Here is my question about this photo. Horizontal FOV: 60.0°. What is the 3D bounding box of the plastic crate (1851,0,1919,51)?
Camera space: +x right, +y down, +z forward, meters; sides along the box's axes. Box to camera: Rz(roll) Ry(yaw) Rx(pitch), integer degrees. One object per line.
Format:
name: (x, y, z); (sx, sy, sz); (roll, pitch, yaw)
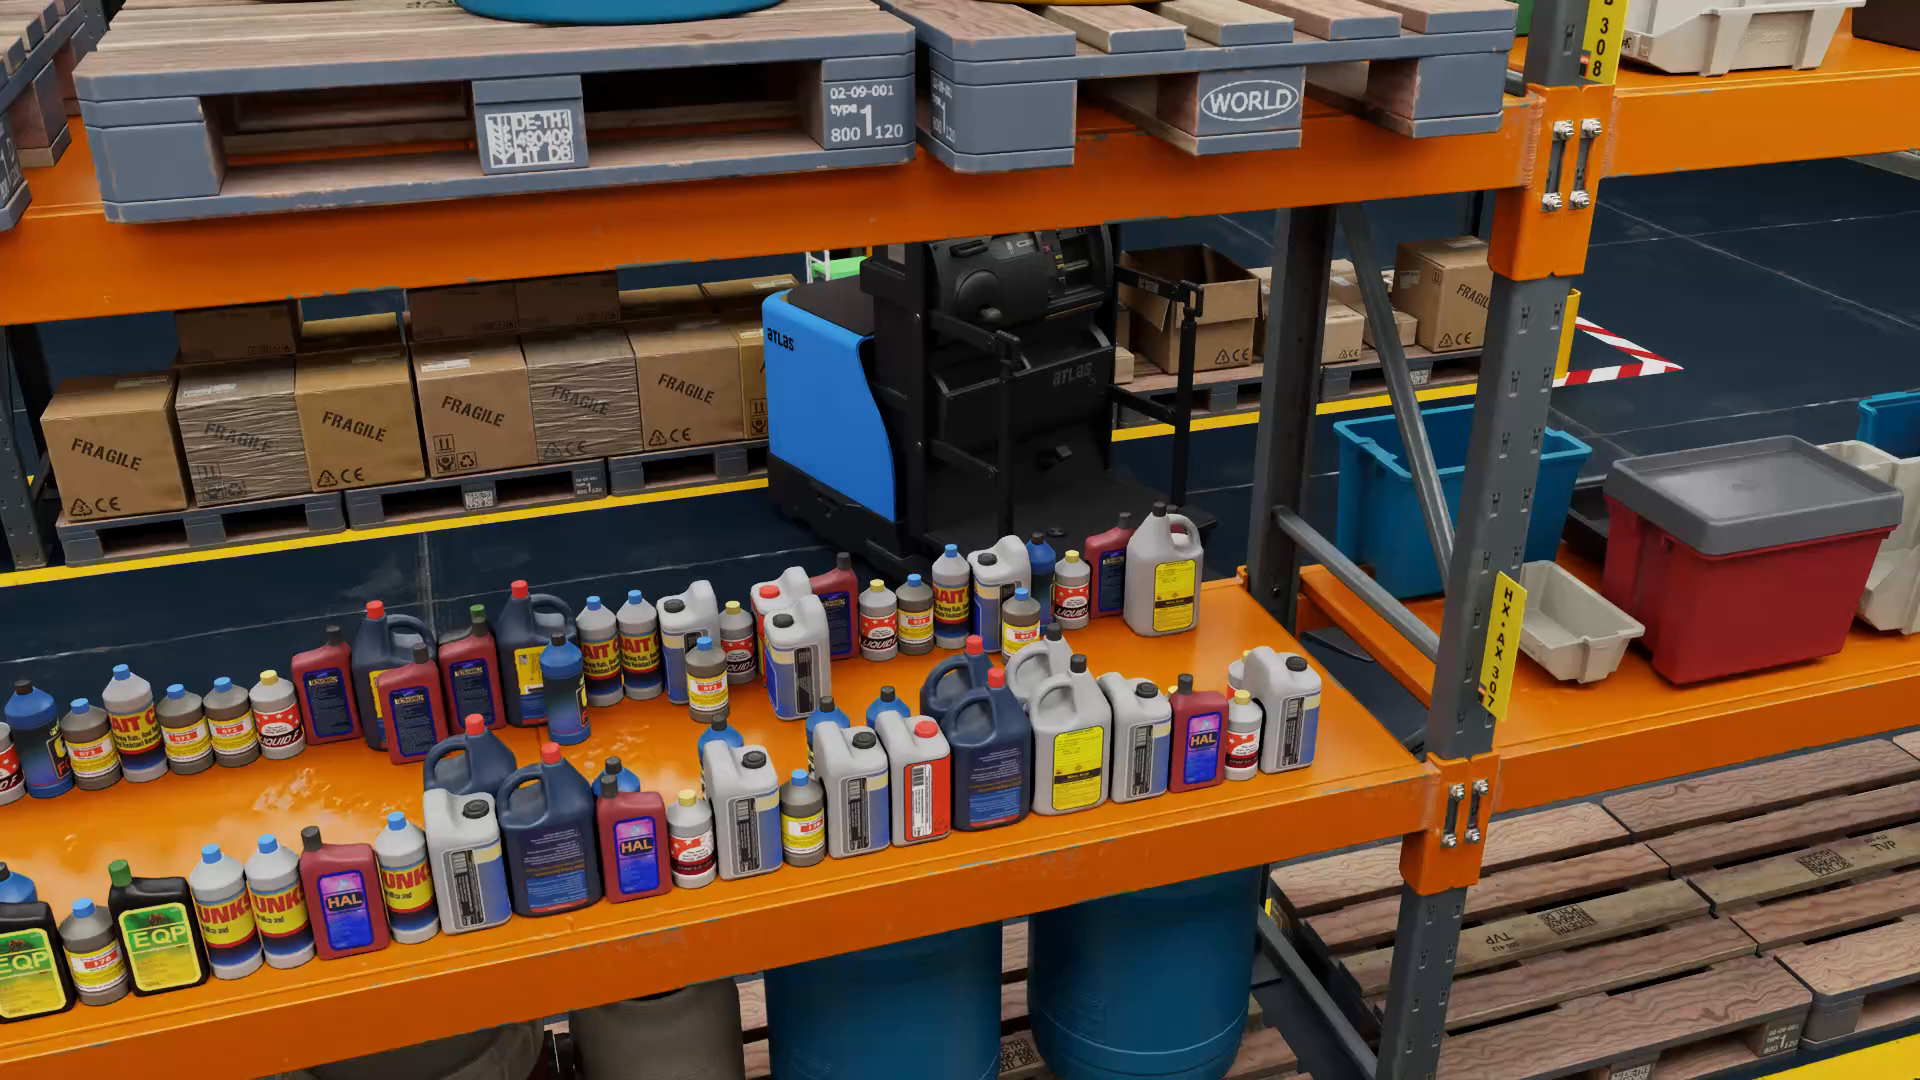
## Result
plastic crate: (2.269, -1.217, 3.601); (0.590, 0.269, 0.497); (-8, 28, -16)

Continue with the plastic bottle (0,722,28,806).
plastic bottle: (-2.121, 0.474, 3.646); (0.097, 0.201, 0.097); (0, 26, 0)

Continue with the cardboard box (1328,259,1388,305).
cardboard box: (2.195, -1.464, 9.923); (0.500, 0.250, 0.500); (-8, 28, -16)

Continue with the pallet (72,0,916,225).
pallet: (-0.790, -0.829, 2.885); (1.213, 0.211, 1.003); (-8, 28, -16)

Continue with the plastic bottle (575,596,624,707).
plastic bottle: (-0.868, 0.261, 3.996); (0.097, 0.271, 0.097); (0, 26, 0)

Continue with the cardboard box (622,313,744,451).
cardboard box: (-1.381, -0.795, 8.295); (0.500, 0.500, 0.500); (-8, 28, -16)

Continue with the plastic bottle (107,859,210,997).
plastic bottle: (-1.488, 0.709, 3.080); (0.133, 0.283, 0.061); (-8, 28, -16)

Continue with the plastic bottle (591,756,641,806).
plastic bottle: (-0.695, 0.563, 3.388); (0.097, 0.271, 0.097); (0, 26, 0)

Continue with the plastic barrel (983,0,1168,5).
plastic barrel: (0.198, -1.281, 2.900); (0.600, 0.588, 0.600); (0, 26, 0)

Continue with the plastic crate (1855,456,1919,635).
plastic crate: (2.512, 0.017, 4.408); (0.530, 0.282, 0.437); (-8, 28, -16)

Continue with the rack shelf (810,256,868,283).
rack shelf: (-0.457, -1.278, 8.020); (0.480, 0.148, 0.258); (-13, 25, -26)

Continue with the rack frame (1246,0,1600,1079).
rack frame: (1.003, 0.124, 4.128); (0.127, 3.000, 1.000); (-8, 28, -16)

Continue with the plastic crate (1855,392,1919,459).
plastic crate: (2.932, -0.262, 5.025); (0.300, 0.233, 0.416); (-8, 28, -16)

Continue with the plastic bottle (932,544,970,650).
plastic bottle: (-0.022, 0.139, 4.242); (0.097, 0.271, 0.097); (0, 26, 0)

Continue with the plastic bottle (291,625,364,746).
plastic bottle: (-1.462, 0.333, 3.837); (0.133, 0.283, 0.061); (-8, 28, -16)

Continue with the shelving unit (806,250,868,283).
shelving unit: (-0.446, -0.895, 8.181); (0.503, 1.200, 0.258); (-13, 25, -26)

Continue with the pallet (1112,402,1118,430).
pallet: (0.125, -0.816, 9.157); (1.213, 0.211, 1.003); (-8, 28, -16)

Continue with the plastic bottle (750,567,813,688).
plastic bottle: (-0.436, 0.209, 4.095); (0.135, 0.276, 0.152); (-8, 28, -16)

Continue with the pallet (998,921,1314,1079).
pallet: (0.256, 1.461, 4.569); (1.213, 0.211, 1.003); (-8, 28, -16)

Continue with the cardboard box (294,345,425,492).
cardboard box: (-2.835, -0.581, 7.864); (0.500, 0.500, 0.500); (-9, 28, -17)

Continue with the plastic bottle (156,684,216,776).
plastic bottle: (-1.751, 0.420, 3.754); (0.097, 0.201, 0.097); (0, 26, 0)

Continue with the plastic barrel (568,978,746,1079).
plastic barrel: (-0.758, 1.255, 4.174); (0.421, 0.512, 0.421); (0, 26, 0)

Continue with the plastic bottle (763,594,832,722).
plastic bottle: (-0.389, 0.274, 3.965); (0.135, 0.276, 0.152); (-8, 28, -16)

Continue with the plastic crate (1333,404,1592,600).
plastic crate: (1.341, -0.105, 4.538); (0.575, 0.384, 0.392); (-8, 28, -16)

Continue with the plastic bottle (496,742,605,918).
plastic bottle: (-0.818, 0.562, 3.300); (0.185, 0.351, 0.144); (-8, 28, -16)

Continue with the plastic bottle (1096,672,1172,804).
plastic bottle: (0.381, 0.420, 3.669); (0.135, 0.276, 0.152); (-8, 28, -16)

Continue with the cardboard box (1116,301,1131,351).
cardboard box: (0.639, -1.266, 9.455); (0.500, 0.311, 0.500); (-8, 28, -16)

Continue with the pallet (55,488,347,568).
pallet: (-3.610, -0.258, 8.033); (1.213, 0.211, 1.003); (-8, 28, -16)

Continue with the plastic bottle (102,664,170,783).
plastic bottle: (-1.843, 0.402, 3.711); (0.097, 0.271, 0.097); (0, 26, 0)

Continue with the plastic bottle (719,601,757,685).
plastic bottle: (-0.555, 0.247, 4.102); (0.097, 0.201, 0.097); (0, 26, 0)

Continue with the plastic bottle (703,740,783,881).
plastic bottle: (-0.447, 0.540, 3.428); (0.135, 0.276, 0.152); (-8, 28, -16)

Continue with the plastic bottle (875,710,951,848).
plastic bottle: (-0.099, 0.490, 3.530); (0.135, 0.276, 0.152); (-8, 28, -16)

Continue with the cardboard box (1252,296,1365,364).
cardboard box: (1.922, -1.190, 9.372); (0.500, 0.250, 0.500); (-8, 28, -16)

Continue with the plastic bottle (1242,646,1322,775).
plastic bottle: (0.728, 0.370, 3.771); (0.135, 0.276, 0.152); (-8, 28, -16)

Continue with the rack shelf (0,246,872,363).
rack shelf: (-2.430, -1.374, 7.953); (4.000, 0.370, 1.077); (-8, 28, -16)

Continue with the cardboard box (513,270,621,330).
cardboard box: (-2.014, -1.283, 8.435); (0.500, 0.250, 0.500); (-8, 28, -16)

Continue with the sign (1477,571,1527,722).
sign: (1.171, 0.232, 3.597); (0.005, 0.325, 0.100); (-8, 28, -16)

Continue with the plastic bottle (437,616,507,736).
plastic bottle: (-1.140, 0.315, 3.873); (0.133, 0.283, 0.061); (-8, 28, -16)

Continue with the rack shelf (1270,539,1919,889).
rack shelf: (2.904, 0.170, 4.843); (4.000, 0.370, 1.077); (-8, 28, -16)

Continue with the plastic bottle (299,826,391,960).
plastic bottle: (-1.176, 0.664, 3.171); (0.133, 0.283, 0.061); (-8, 28, -16)

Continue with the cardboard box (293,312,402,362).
cardboard box: (-3.022, -0.797, 8.299); (0.500, 0.500, 0.500); (-9, 28, -18)

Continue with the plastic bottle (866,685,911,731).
plastic bottle: (-0.155, 0.442, 3.632); (0.097, 0.271, 0.097); (0, 26, 0)

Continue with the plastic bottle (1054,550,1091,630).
plastic bottle: (0.291, 0.125, 4.349); (0.097, 0.201, 0.097); (0, 26, 0)

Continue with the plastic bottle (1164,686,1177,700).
plastic bottle: (0.480, 0.424, 3.747); (0.097, 0.201, 0.097); (0, 26, 0)

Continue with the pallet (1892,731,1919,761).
pallet: (4.010, 0.919, 5.662); (1.213, 0.211, 1.003); (-8, 28, -16)

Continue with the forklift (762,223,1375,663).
forklift: (0.396, -1.096, 6.661); (1.130, 2.935, 3.031); (-20, 33, -34)

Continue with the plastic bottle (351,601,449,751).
plastic bottle: (-1.297, 0.299, 3.831); (0.185, 0.351, 0.144); (-8, 28, -16)

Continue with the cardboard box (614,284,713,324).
cardboard box: (-1.567, -1.007, 8.721); (0.500, 0.500, 0.500); (-8, 27, -15)
